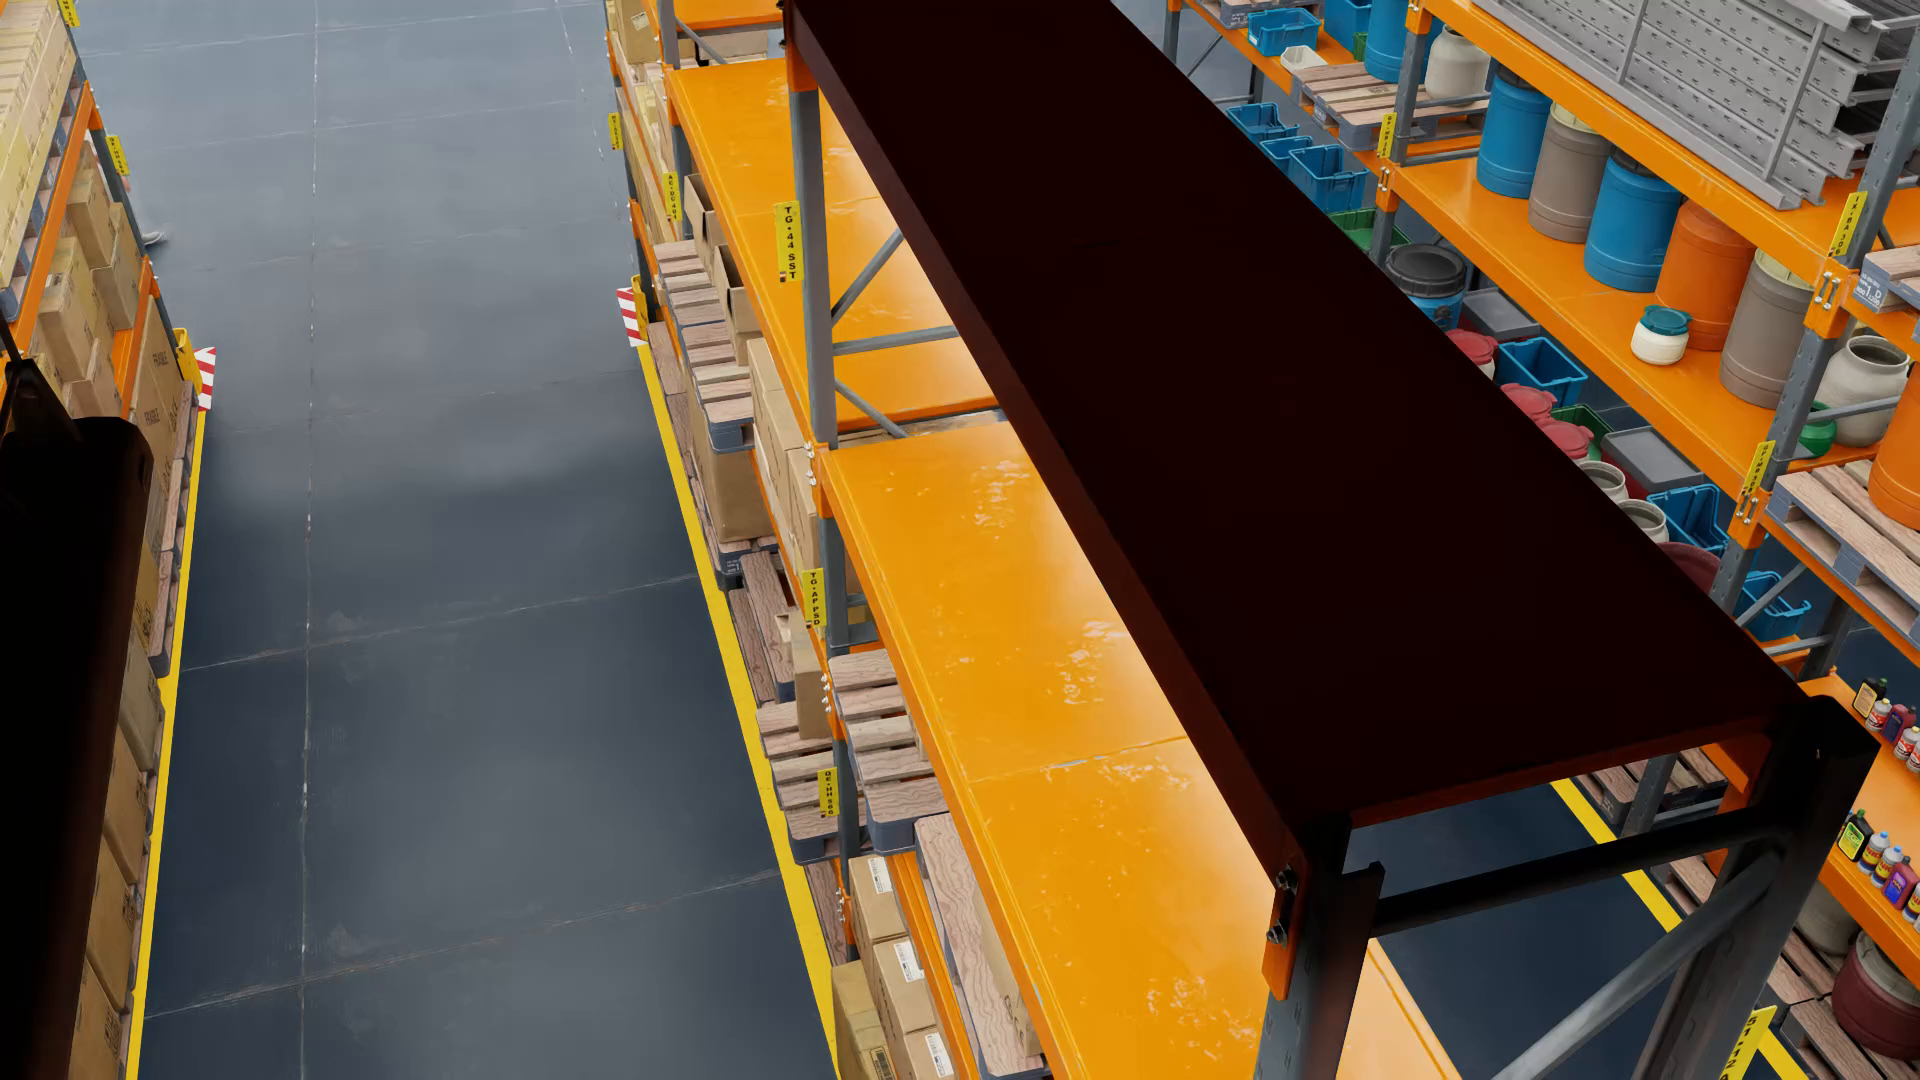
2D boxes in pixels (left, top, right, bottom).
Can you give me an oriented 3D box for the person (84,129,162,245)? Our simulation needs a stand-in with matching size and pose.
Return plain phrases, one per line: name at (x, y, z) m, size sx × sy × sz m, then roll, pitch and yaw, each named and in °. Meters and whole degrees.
person at (-8.177, -3.457, 15.777) m, size 0.837 × 1.734 × 0.522 m, roll -29°, pitch 47°, yaw -31°
